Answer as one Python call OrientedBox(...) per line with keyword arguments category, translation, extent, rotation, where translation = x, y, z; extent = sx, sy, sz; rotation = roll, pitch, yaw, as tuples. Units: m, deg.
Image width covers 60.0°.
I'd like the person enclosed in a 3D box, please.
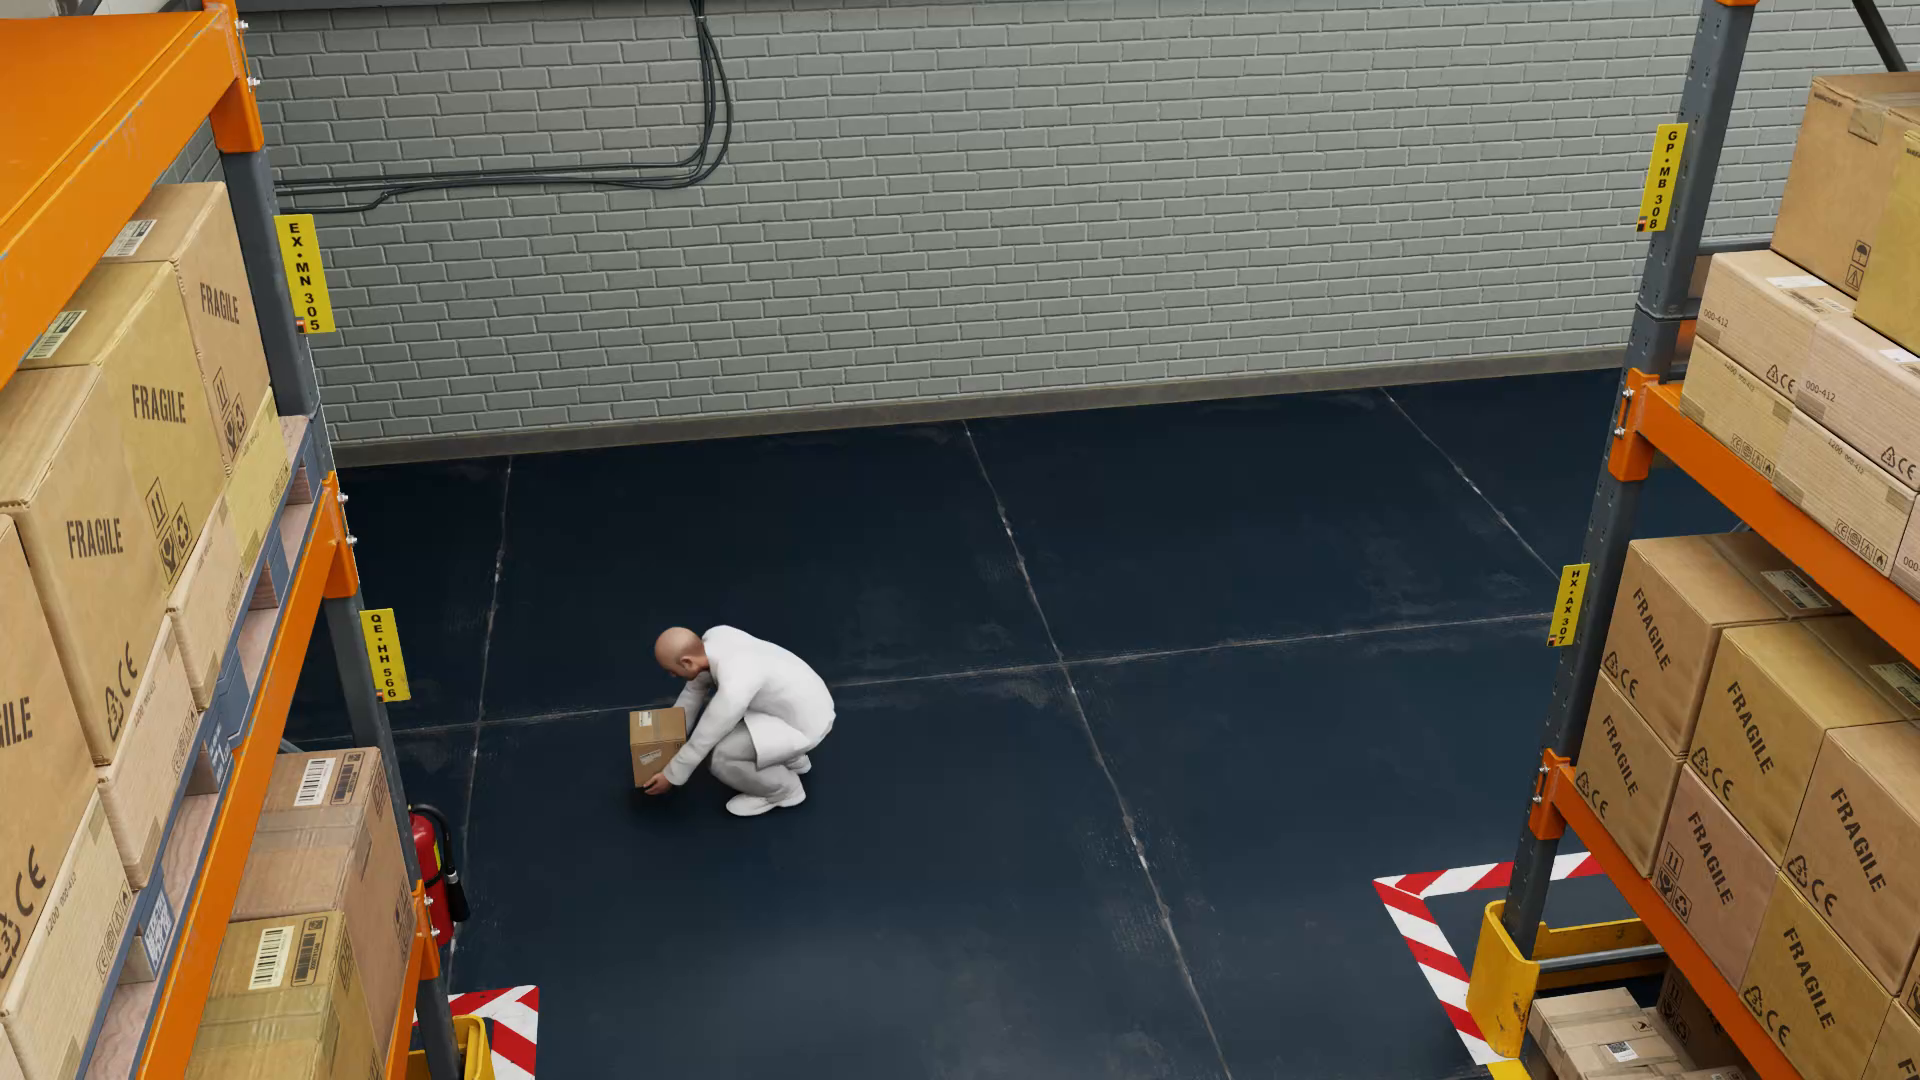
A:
OrientedBox(category="person", translation=(-1.024, 0.775, 7.611), extent=(0.906, 0.995, 0.605), rotation=(-5, 31, -9))
